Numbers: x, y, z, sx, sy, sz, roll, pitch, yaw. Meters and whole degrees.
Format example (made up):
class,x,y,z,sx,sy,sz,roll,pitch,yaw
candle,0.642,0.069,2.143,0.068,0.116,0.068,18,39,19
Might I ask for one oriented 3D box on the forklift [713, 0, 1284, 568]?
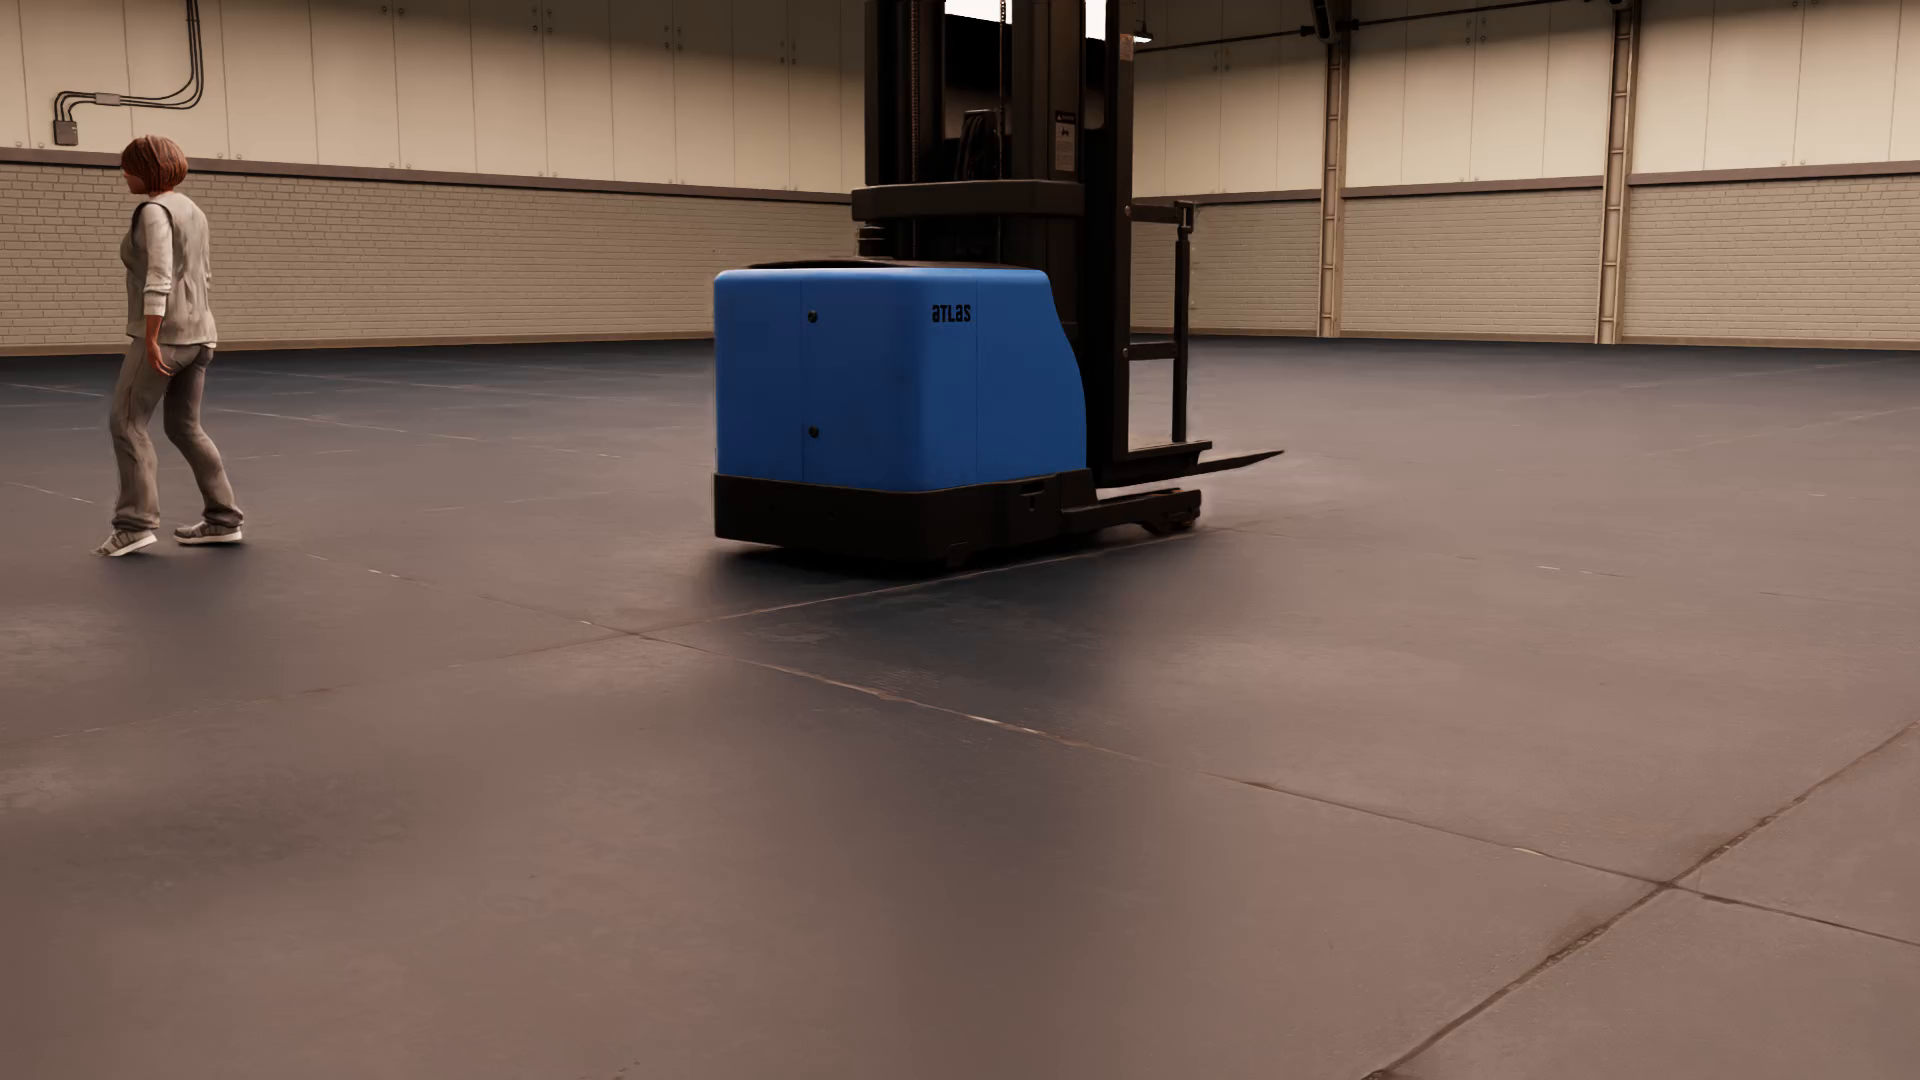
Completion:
class,x,y,z,sx,sy,sz,roll,pitch,yaw
forklift,0.376,-1.521,6.977,1.130,2.935,3.031,7,11,38

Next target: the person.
class,x,y,z,sx,sy,sz,roll,pitch,yaw
person,-3.097,-0.739,6.446,0.499,1.625,0.497,0,9,-1
